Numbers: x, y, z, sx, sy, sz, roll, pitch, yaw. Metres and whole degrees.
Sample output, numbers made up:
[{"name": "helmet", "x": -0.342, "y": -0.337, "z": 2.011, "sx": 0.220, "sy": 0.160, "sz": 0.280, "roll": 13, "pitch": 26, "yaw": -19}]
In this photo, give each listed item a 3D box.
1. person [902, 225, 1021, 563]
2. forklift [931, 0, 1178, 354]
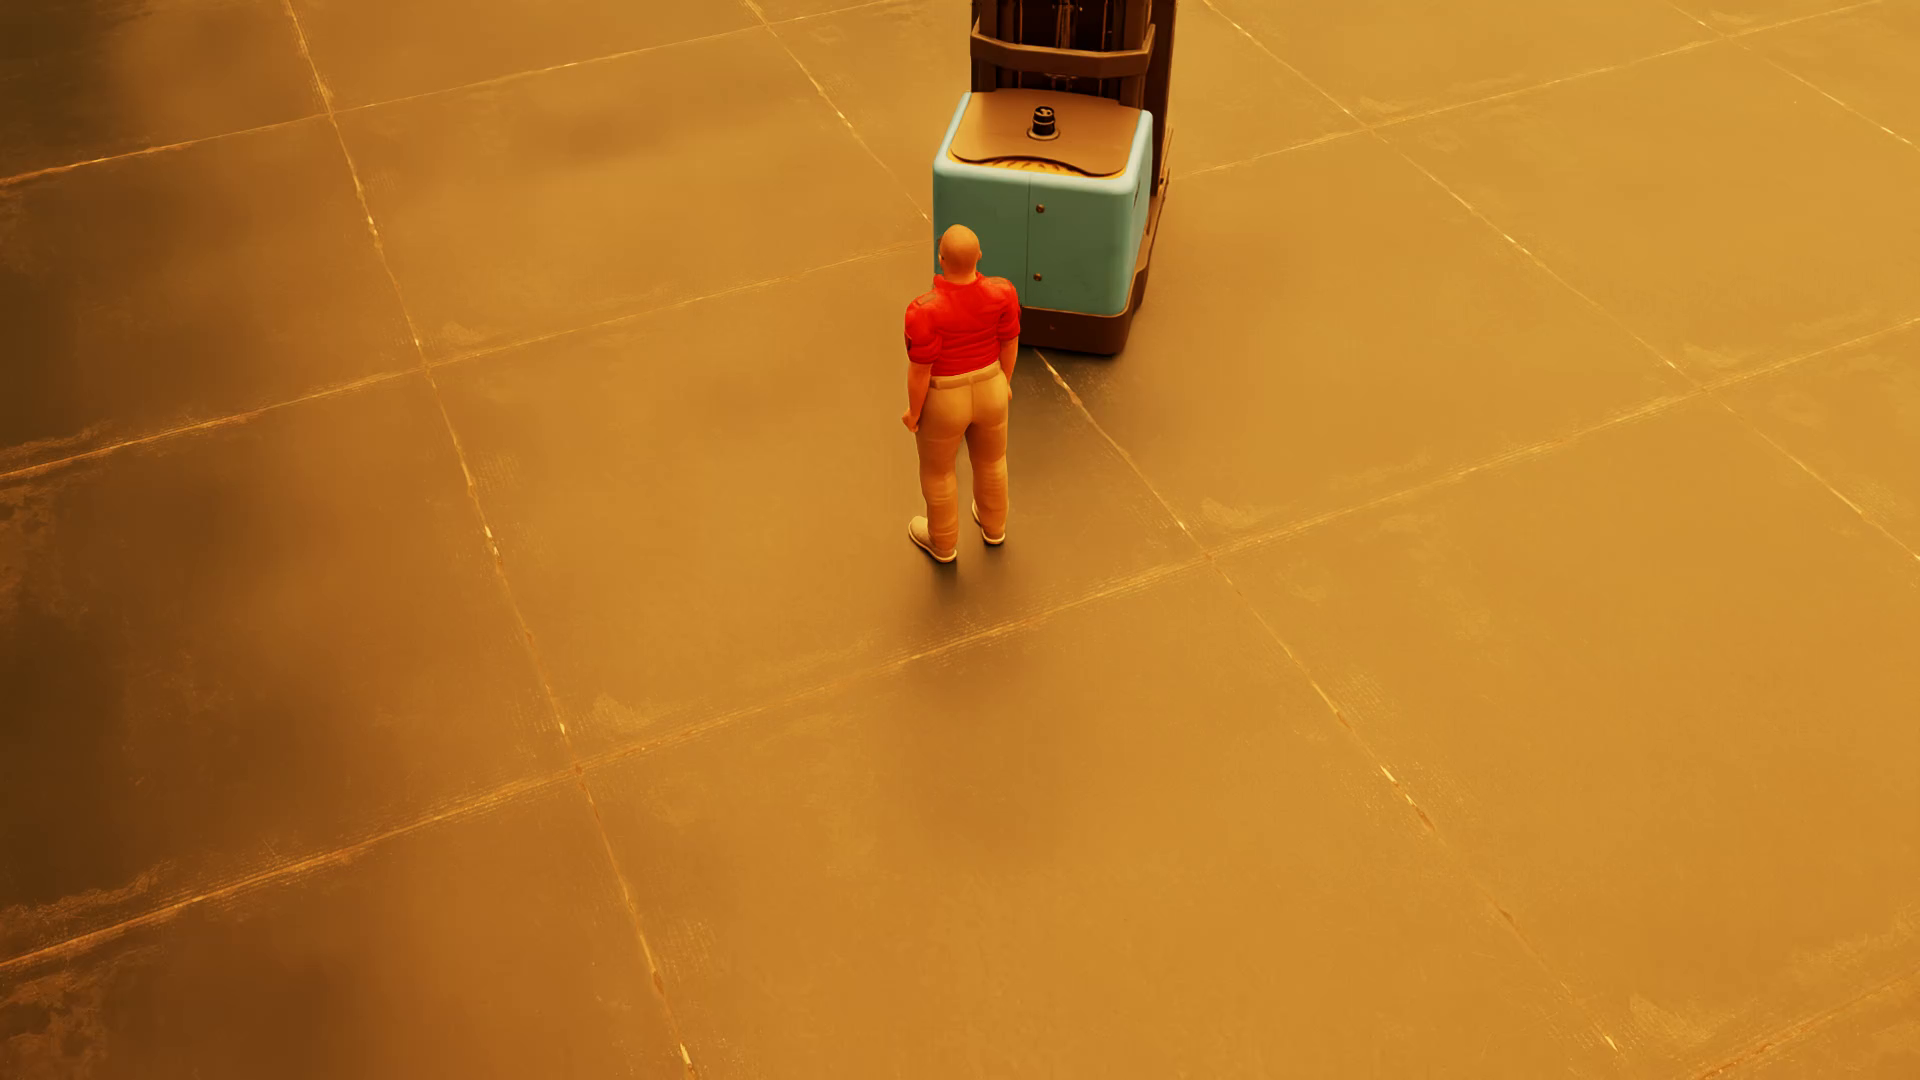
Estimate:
[{"name": "person", "x": -0.012, "y": -0.638, "z": 7.249, "sx": 0.526, "sy": 1.728, "sz": 0.385, "roll": -18, "pitch": 46, "yaw": -18}, {"name": "forklift", "x": 0.654, "y": -3.069, "z": 8.969, "sx": 1.130, "sy": 2.935, "sz": 3.031, "roll": 8, "pitch": 44, "yaw": 9}]
